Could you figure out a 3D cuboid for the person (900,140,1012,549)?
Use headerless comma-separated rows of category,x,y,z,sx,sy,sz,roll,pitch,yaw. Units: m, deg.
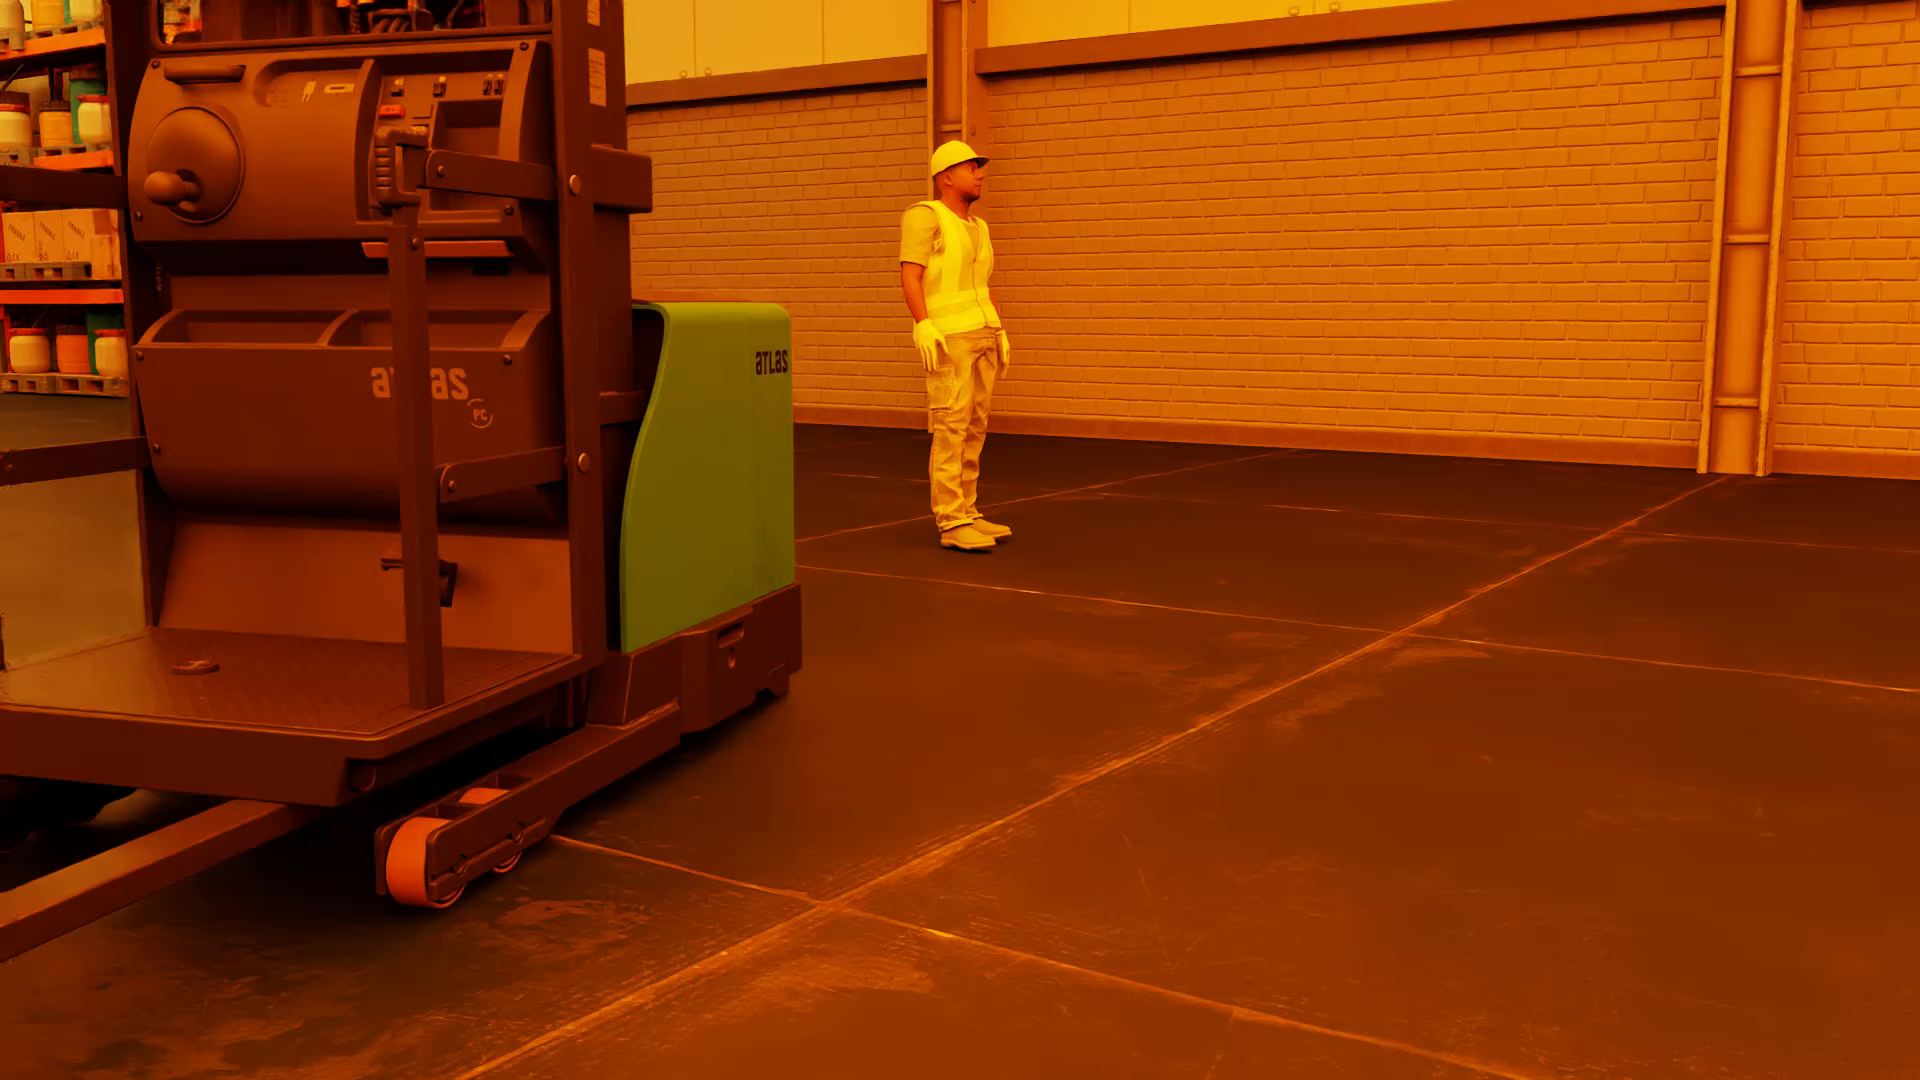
person,0.054,-0.883,7.430,0.577,1.782,0.656,5,10,34

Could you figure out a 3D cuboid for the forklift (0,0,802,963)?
forklift,-1.346,-0.853,3.191,1.130,2.935,3.031,2,8,16
